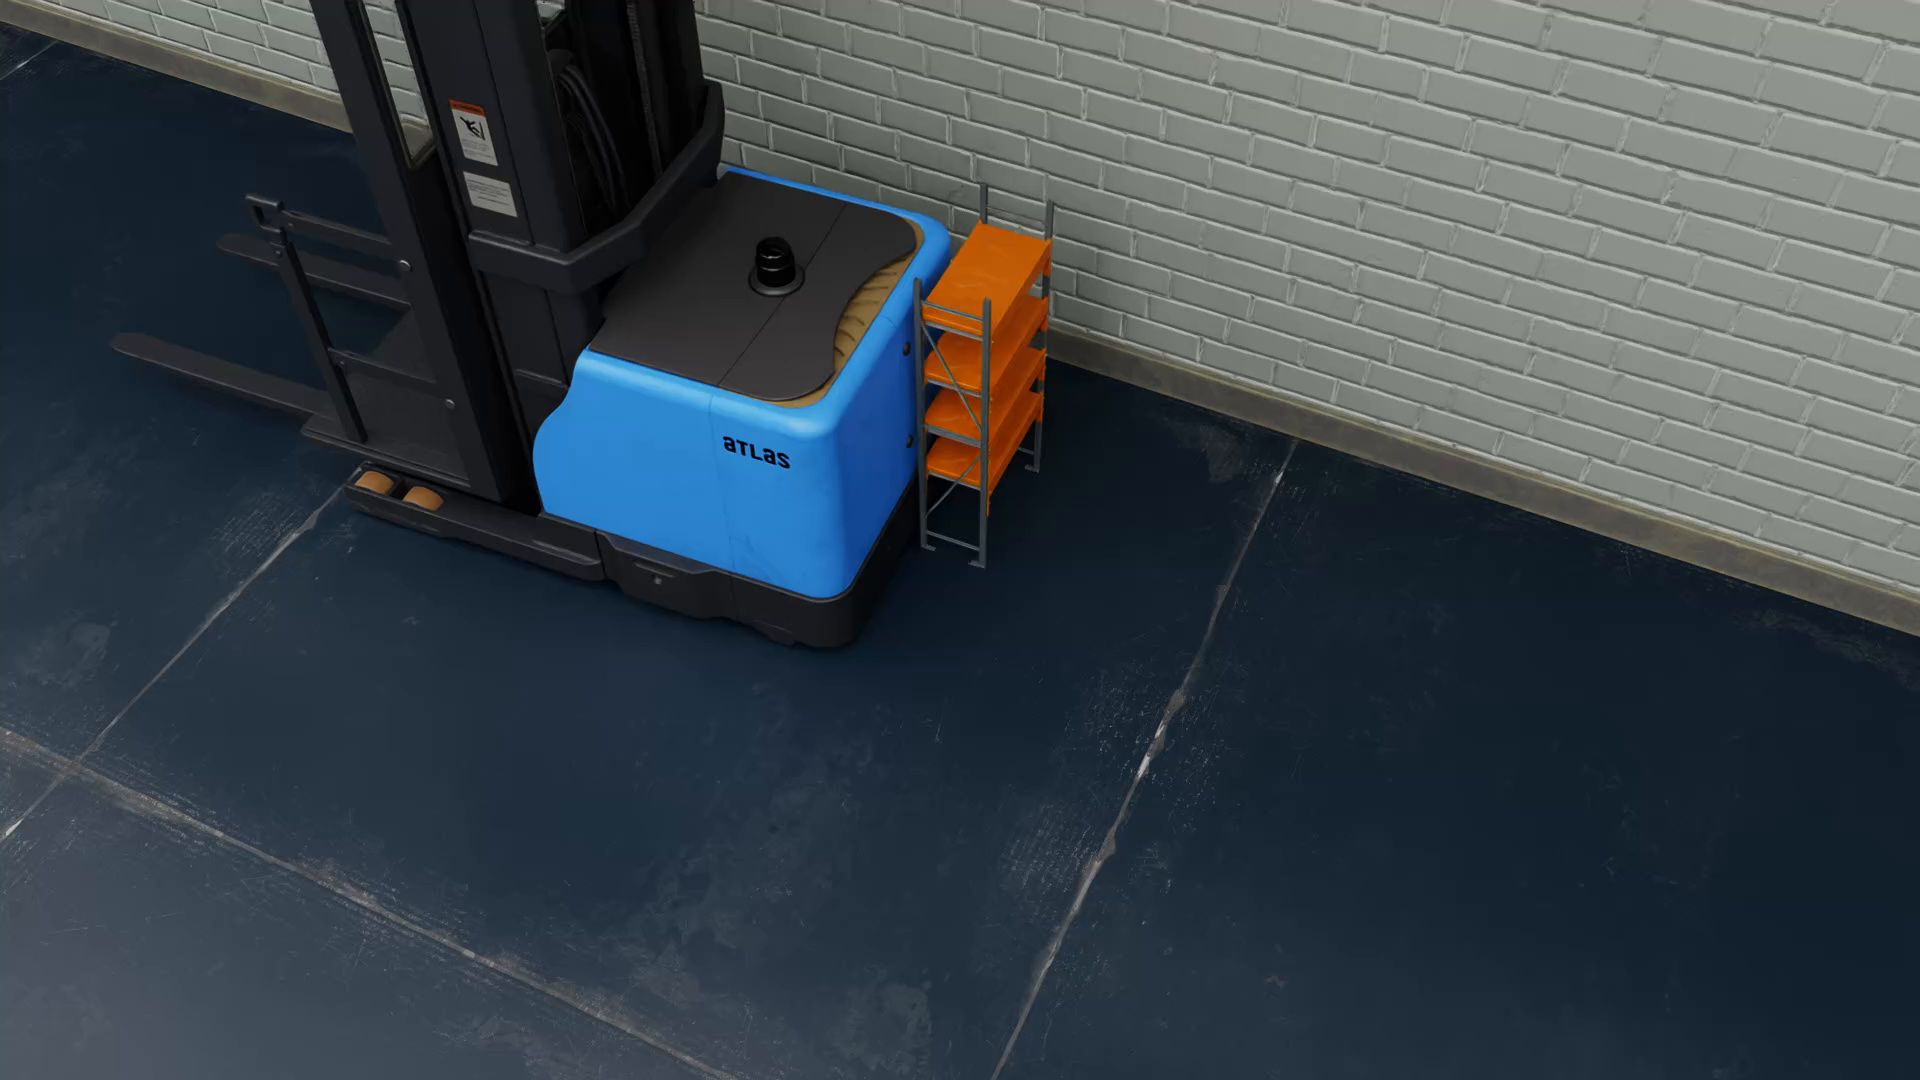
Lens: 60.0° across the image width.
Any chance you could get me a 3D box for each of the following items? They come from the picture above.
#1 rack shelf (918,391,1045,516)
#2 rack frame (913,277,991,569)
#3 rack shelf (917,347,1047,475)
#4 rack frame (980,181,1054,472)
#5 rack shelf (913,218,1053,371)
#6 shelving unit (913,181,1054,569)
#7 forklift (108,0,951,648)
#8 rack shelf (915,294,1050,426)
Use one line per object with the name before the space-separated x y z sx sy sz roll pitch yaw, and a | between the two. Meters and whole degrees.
rack shelf | 0.075 -0.330 5.592 0.258 0.148 0.480 19 52 15
rack frame | -0.023 -0.333 5.245 0.240 1.200 0.015 19 52 15
rack shelf | 0.075 -0.459 5.441 0.258 0.148 0.480 19 52 15
rack frame | 0.174 -0.673 5.535 0.240 1.200 0.015 19 52 15
rack shelf | 0.075 -0.757 5.091 0.258 0.148 0.480 19 52 15
shelving unit | 0.075 -0.503 5.390 0.258 1.200 0.503 19 52 15
forklift | -1.583 -1.330 4.957 3.031 2.935 1.130 17 52 14
rack shelf | 0.075 -0.604 5.271 0.258 0.148 0.480 19 52 15
